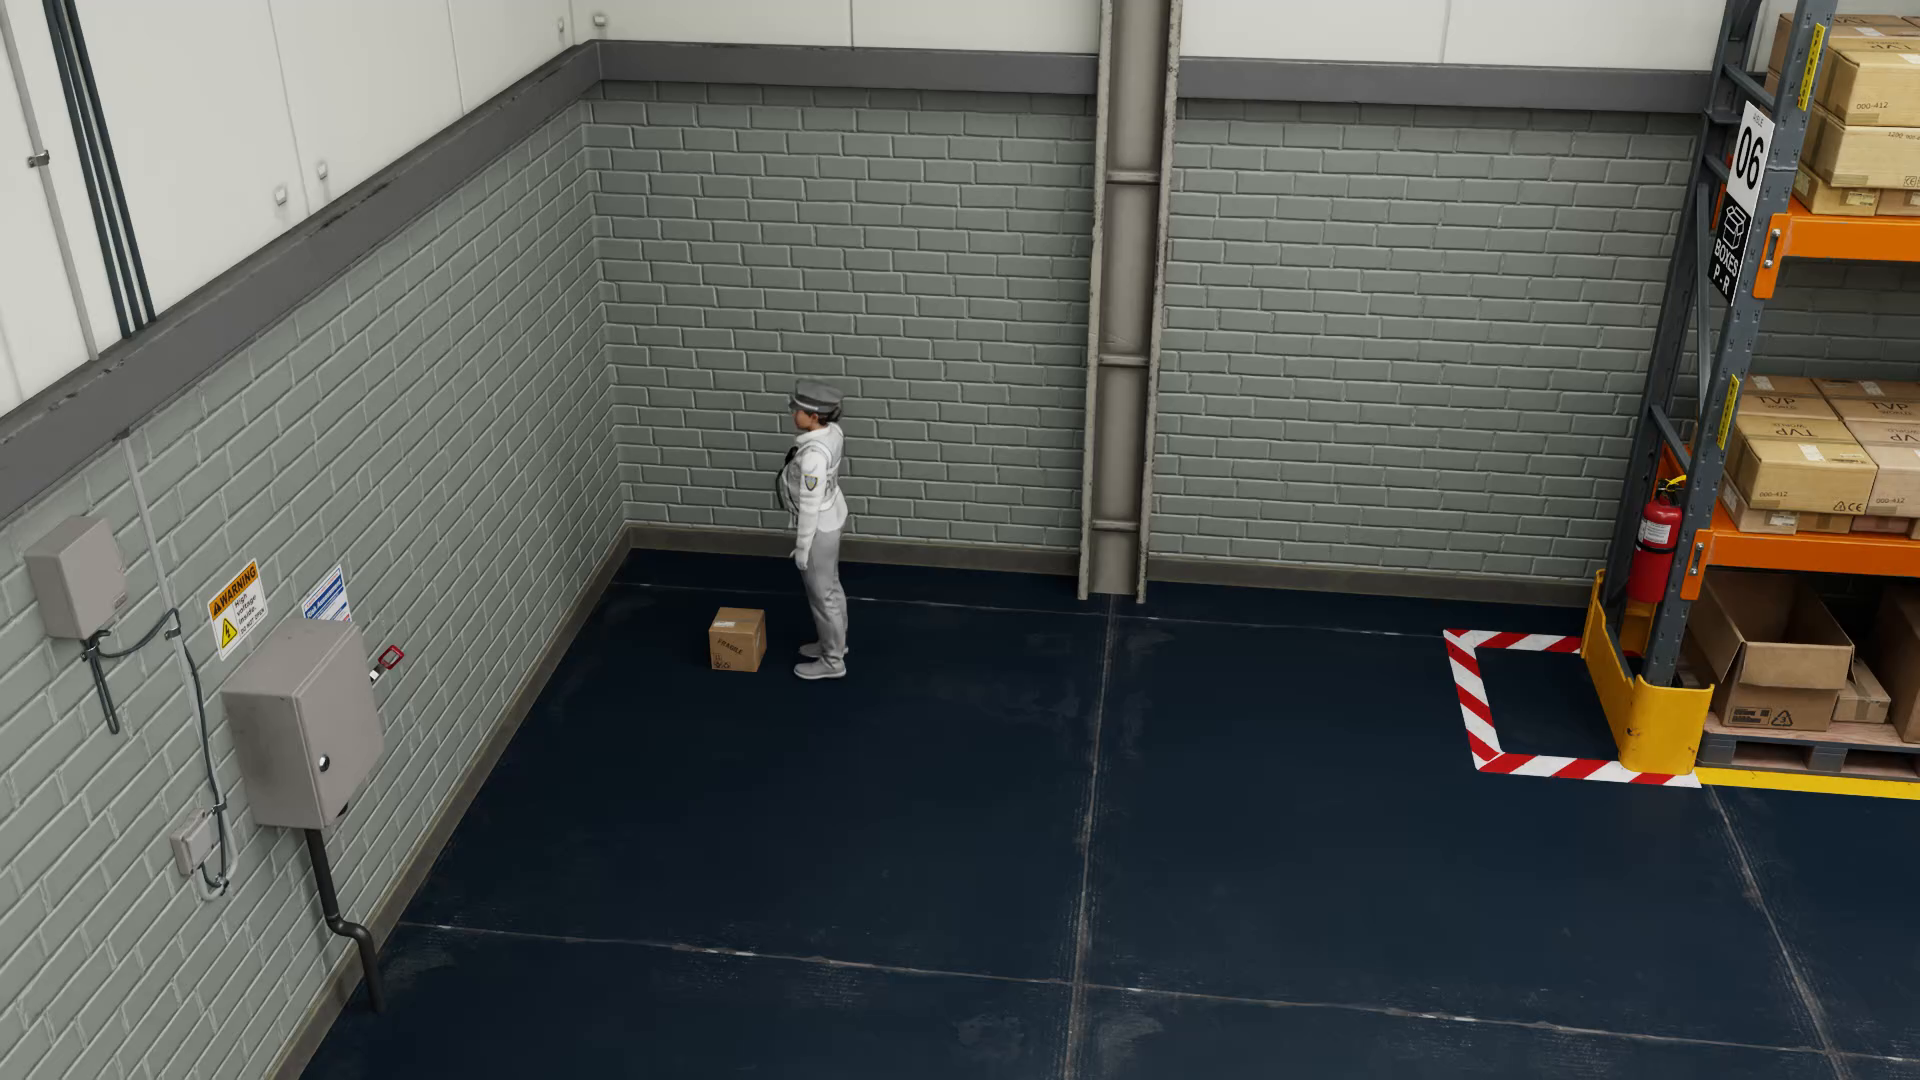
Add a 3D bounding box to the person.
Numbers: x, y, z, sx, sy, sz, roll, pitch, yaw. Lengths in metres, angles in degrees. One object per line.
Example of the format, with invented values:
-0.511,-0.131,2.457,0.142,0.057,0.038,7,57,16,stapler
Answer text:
-0.756,-0.041,8.697,0.337,1.708,0.473,4,29,7,person
